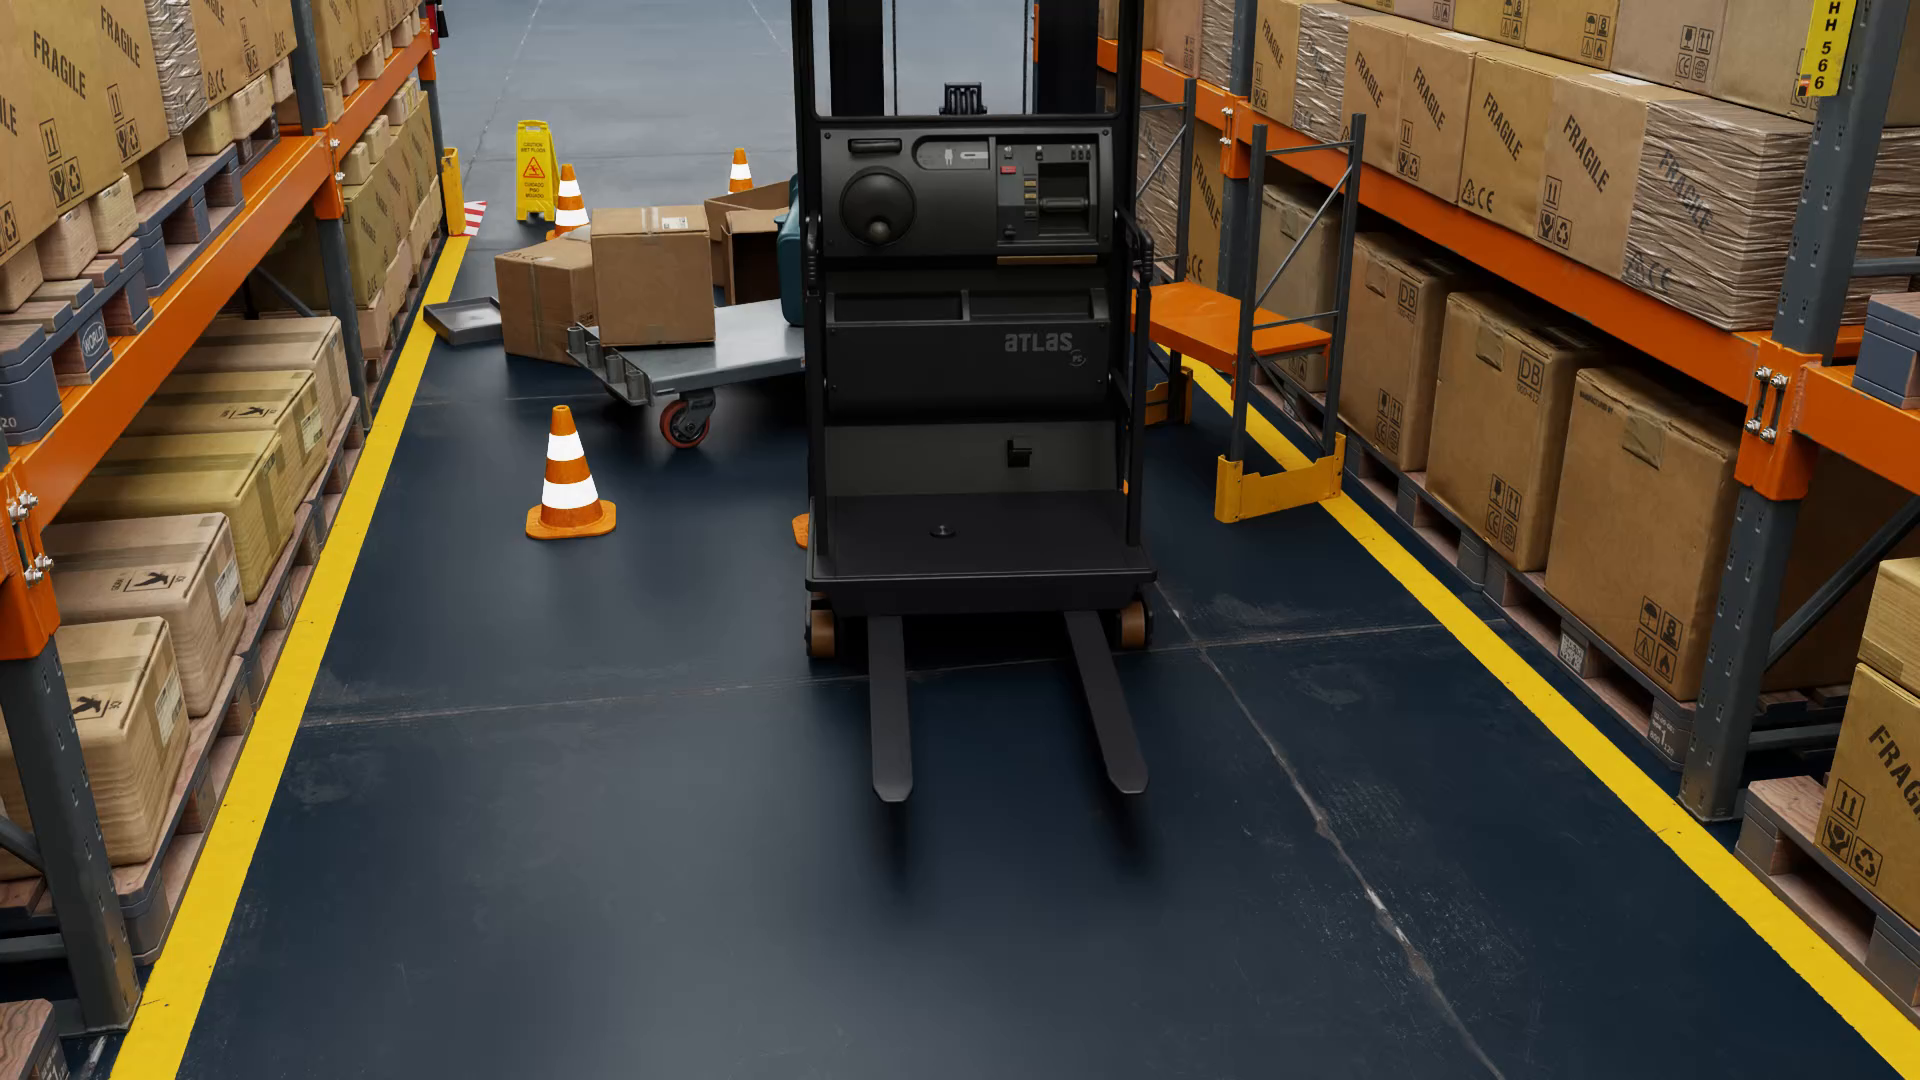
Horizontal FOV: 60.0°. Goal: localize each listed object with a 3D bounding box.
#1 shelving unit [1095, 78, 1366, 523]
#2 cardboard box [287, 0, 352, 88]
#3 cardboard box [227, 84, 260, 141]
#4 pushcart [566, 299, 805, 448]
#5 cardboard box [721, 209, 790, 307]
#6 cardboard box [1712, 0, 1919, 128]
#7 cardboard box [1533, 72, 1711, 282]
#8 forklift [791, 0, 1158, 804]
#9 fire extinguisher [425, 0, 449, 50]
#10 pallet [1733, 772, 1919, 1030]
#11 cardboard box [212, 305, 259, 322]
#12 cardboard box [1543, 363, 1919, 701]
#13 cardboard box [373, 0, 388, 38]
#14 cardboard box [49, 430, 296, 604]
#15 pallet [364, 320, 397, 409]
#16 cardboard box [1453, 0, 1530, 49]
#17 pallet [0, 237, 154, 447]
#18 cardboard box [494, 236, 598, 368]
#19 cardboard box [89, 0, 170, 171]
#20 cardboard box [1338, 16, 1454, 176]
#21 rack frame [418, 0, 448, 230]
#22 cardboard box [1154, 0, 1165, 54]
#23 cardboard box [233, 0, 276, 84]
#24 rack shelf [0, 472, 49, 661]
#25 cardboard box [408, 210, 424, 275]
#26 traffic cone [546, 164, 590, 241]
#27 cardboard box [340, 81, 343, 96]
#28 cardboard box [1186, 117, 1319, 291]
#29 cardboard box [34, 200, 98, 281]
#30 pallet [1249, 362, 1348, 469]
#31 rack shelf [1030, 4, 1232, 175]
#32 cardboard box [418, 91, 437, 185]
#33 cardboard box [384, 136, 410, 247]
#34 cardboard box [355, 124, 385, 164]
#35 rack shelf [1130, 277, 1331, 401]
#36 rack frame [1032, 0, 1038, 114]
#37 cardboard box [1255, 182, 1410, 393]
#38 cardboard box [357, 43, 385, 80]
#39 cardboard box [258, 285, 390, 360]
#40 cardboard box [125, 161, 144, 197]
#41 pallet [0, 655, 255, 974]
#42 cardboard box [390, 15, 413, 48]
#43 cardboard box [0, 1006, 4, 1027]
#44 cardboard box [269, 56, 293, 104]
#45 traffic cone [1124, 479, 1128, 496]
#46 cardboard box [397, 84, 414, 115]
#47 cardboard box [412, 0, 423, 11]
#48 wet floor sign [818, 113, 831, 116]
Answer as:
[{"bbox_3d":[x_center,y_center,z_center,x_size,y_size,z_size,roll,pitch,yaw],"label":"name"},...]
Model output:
[{"bbox_3d":[1.010,-0.994,6.652,0.587,1.500,1.083,-13,27,-27],"label":"shelving unit"},{"bbox_3d":[-2.911,-2.208,7.061,0.500,0.500,0.500,-4,24,-10],"label":"cardboard box"},{"bbox_3d":[-2.572,-1.424,5.552,0.380,0.149,0.250,-4,24,-9],"label":"cardboard box"},{"bbox_3d":[-0.872,-0.819,7.654,1.648,0.377,0.936,-13,27,-28],"label":"pushcart"},{"bbox_3d":[-0.850,-1.453,8.779,0.797,0.637,0.503,-4,24,-10],"label":"cardboard box"},{"bbox_3d":[2.409,-1.346,4.211,0.700,0.500,0.500,-4,24,-10],"label":"cardboard box"},{"bbox_3d":[2.044,-1.064,4.814,0.500,0.500,0.500,-4,24,-10],"label":"cardboard box"},{"bbox_3d":[0.040,-1.093,5.091,1.130,2.935,3.031,-1,24,-3],"label":"forklift"},{"bbox_3d":[-3.412,-3.449,10.497,0.296,0.674,0.183,-4,24,-10],"label":"fire extinguisher"},{"bbox_3d":[2.625,0.920,3.879,1.003,0.211,1.213,-4,24,-10],"label":"pallet"},{"bbox_3d":[-3.477,-0.977,7.651,0.500,0.250,0.500,-3,24,-7],"label":"cardboard box"},{"bbox_3d":[2.458,-0.073,4.955,1.050,0.750,0.750,-5,24,-10],"label":"cardboard box"},{"bbox_3d":[-3.220,-2.800,8.416,0.500,0.500,0.500,-4,24,-9],"label":"cardboard box"},{"bbox_3d":[-2.738,-0.058,5.395,0.950,0.372,0.625,-4,24,-8],"label":"cardboard box"},{"bbox_3d":[-3.263,-0.816,7.854,1.003,0.211,1.213,-4,24,-10],"label":"pallet"},{"bbox_3d":[2.122,-1.948,5.588,0.700,0.500,0.500,-5,24,-10],"label":"cardboard box"},{"bbox_3d":[-2.601,-0.443,3.757,1.213,0.211,1.003,-4,24,-10],"label":"pallet"},{"bbox_3d":[-1.965,-1.210,8.393,0.500,0.500,0.500,13,27,27],"label":"cardboard box"},{"bbox_3d":[-2.428,-1.240,4.321,0.500,0.500,0.500,-4,24,-9],"label":"cardboard box"},{"bbox_3d":[1.759,-1.662,6.183,0.500,0.500,0.500,-4,24,-10],"label":"cardboard box"},{"bbox_3d":[-3.844,-3.406,10.300,1.000,3.000,0.127,-4,24,-10],"label":"rack frame"},{"bbox_3d":[1.554,-2.887,8.925,0.875,0.550,0.550,-4,24,-10],"label":"cardboard box"},{"bbox_3d":[-2.700,-1.847,5.710,0.500,0.500,0.500,-4,24,-9],"label":"cardboard box"},{"bbox_3d":[-1.994,0.857,1.438,1.077,0.370,4.000,-4,24,-10],"label":"rack shelf"},{"bbox_3d":[-3.239,-1.630,9.146,0.500,0.250,0.500,-5,24,-12],"label":"cardboard box"},{"bbox_3d":[-2.496,-2.169,10.639,0.336,0.463,0.334,-4,24,-10],"label":"traffic cone"},{"bbox_3d":[-3.024,-2.063,7.539,0.380,0.149,0.250,-4,24,-10],"label":"cardboard box"},{"bbox_3d":[1.695,-1.710,8.547,0.875,0.875,0.875,-4,24,-9],"label":"cardboard box"},{"bbox_3d":[-2.266,-0.703,3.900,0.380,0.149,0.250,-6,24,-13],"label":"cardboard box"},{"bbox_3d":[1.959,-0.663,7.503,1.003,0.211,1.213,-4,24,-10],"label":"pallet"},{"bbox_3d":[1.372,-2.695,9.573,1.077,0.370,4.000,-4,24,-10],"label":"rack shelf"},{"bbox_3d":[-3.439,-2.386,9.939,0.500,0.500,0.500,-4,24,-9],"label":"cardboard box"},{"bbox_3d":[-3.152,-1.774,8.538,0.500,0.500,0.500,-3,24,-7],"label":"cardboard box"},{"bbox_3d":[-3.009,-1.913,8.046,0.380,0.149,0.250,-3,24,-8],"label":"cardboard box"},{"bbox_3d":[1.005,-0.832,6.731,0.538,0.185,1.000,-13,27,-27],"label":"rack shelf"},{"bbox_3d":[1.002,-3.812,11.230,1.000,3.000,0.127,-4,24,-10],"label":"rack frame"},{"bbox_3d":[1.945,-1.162,7.450,1.050,0.750,0.750,-4,24,-10],"label":"cardboard box"},{"bbox_3d":[-3.074,-2.369,8.240,0.380,0.149,0.250,-4,24,-9],"label":"cardboard box"},{"bbox_3d":[-2.948,-1.017,7.741,0.500,0.250,0.500,-5,24,-12],"label":"cardboard box"},{"bbox_3d":[-2.509,-1.010,4.603,0.380,0.149,0.250,-3,24,-8],"label":"cardboard box"},{"bbox_3d":[-2.507,0.711,4.357,1.003,0.211,1.213,-4,24,-10],"label":"pallet"},{"bbox_3d":[-3.305,-2.866,9.379,0.380,0.149,0.250,-4,24,-9],"label":"cardboard box"},{"bbox_3d":[-2.318,0.800,2.800,0.875,0.875,0.875,-5,24,-10],"label":"cardboard box"},{"bbox_3d":[-2.737,-1.728,6.247,0.380,0.149,0.250,-4,24,-9],"label":"cardboard box"},{"bbox_3d":[0.506,-0.437,6.671,0.336,0.463,0.334,-4,24,-10],"label":"traffic cone"},{"bbox_3d":[-3.262,-2.445,9.263,0.380,0.149,0.250,-4,24,-9],"label":"cardboard box"},{"bbox_3d":[-3.472,-3.395,9.778,0.500,0.500,0.500,-5,24,-11],"label":"cardboard box"},{"bbox_3d":[-0.949,-2.598,11.392,0.267,0.644,0.232,-9,25,-19],"label":"wet floor sign"}]
